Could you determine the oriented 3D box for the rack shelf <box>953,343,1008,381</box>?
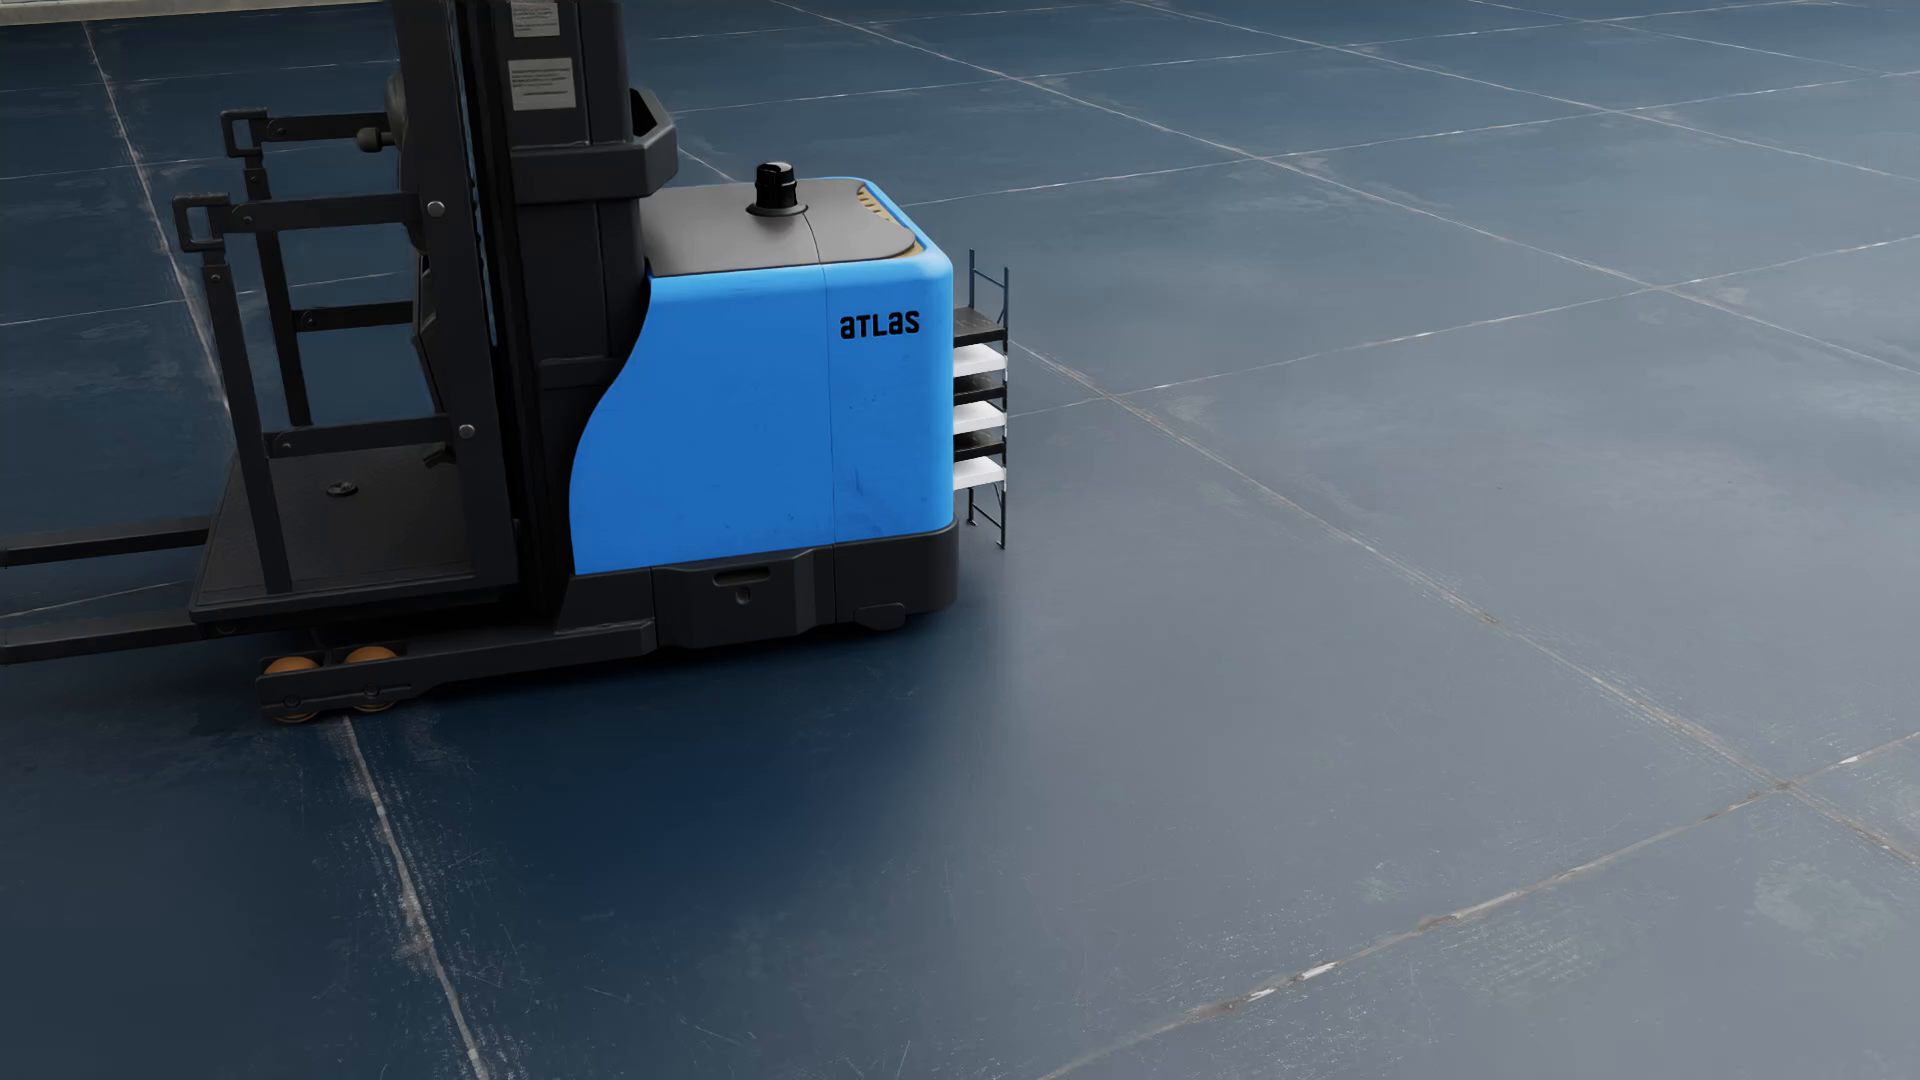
[{"bbox_3d":[-0.005,-0.536,4.989,0.200,0.077,0.258,-12,28,-24],"label":"rack shelf"}]

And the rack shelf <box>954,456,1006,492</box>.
[{"bbox_3d":[-0.005,-0.212,5.144,0.200,0.077,0.258,-12,28,-24],"label":"rack shelf"}]

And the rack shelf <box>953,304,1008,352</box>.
[{"bbox_3d":[-0.005,-0.618,4.950,0.200,0.077,0.258,-12,28,-24],"label":"rack shelf"}]

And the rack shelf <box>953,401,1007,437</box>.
[{"bbox_3d":[-0.005,-0.374,5.066,0.200,0.077,0.258,-12,28,-24],"label":"rack shelf"}]

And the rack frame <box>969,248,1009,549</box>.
[{"bbox_3d":[0.086,-0.424,5.094,0.006,0.900,0.240,-12,28,-24],"label":"rack frame"}]

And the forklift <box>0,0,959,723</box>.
[{"bbox_3d":[-1.580,-1.106,4.168,3.031,2.935,1.130,-7,27,-14],"label":"forklift"}]

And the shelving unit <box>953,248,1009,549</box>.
[{"bbox_3d":[-0.005,-0.404,5.052,0.210,0.900,0.258,-12,28,-24],"label":"shelving unit"}]

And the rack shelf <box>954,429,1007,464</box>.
[{"bbox_3d":[-0.005,-0.293,5.105,0.200,0.077,0.258,-12,28,-24],"label":"rack shelf"}]

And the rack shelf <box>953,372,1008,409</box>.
[{"bbox_3d":[-0.005,-0.455,5.027,0.200,0.077,0.258,-12,28,-24],"label":"rack shelf"}]
